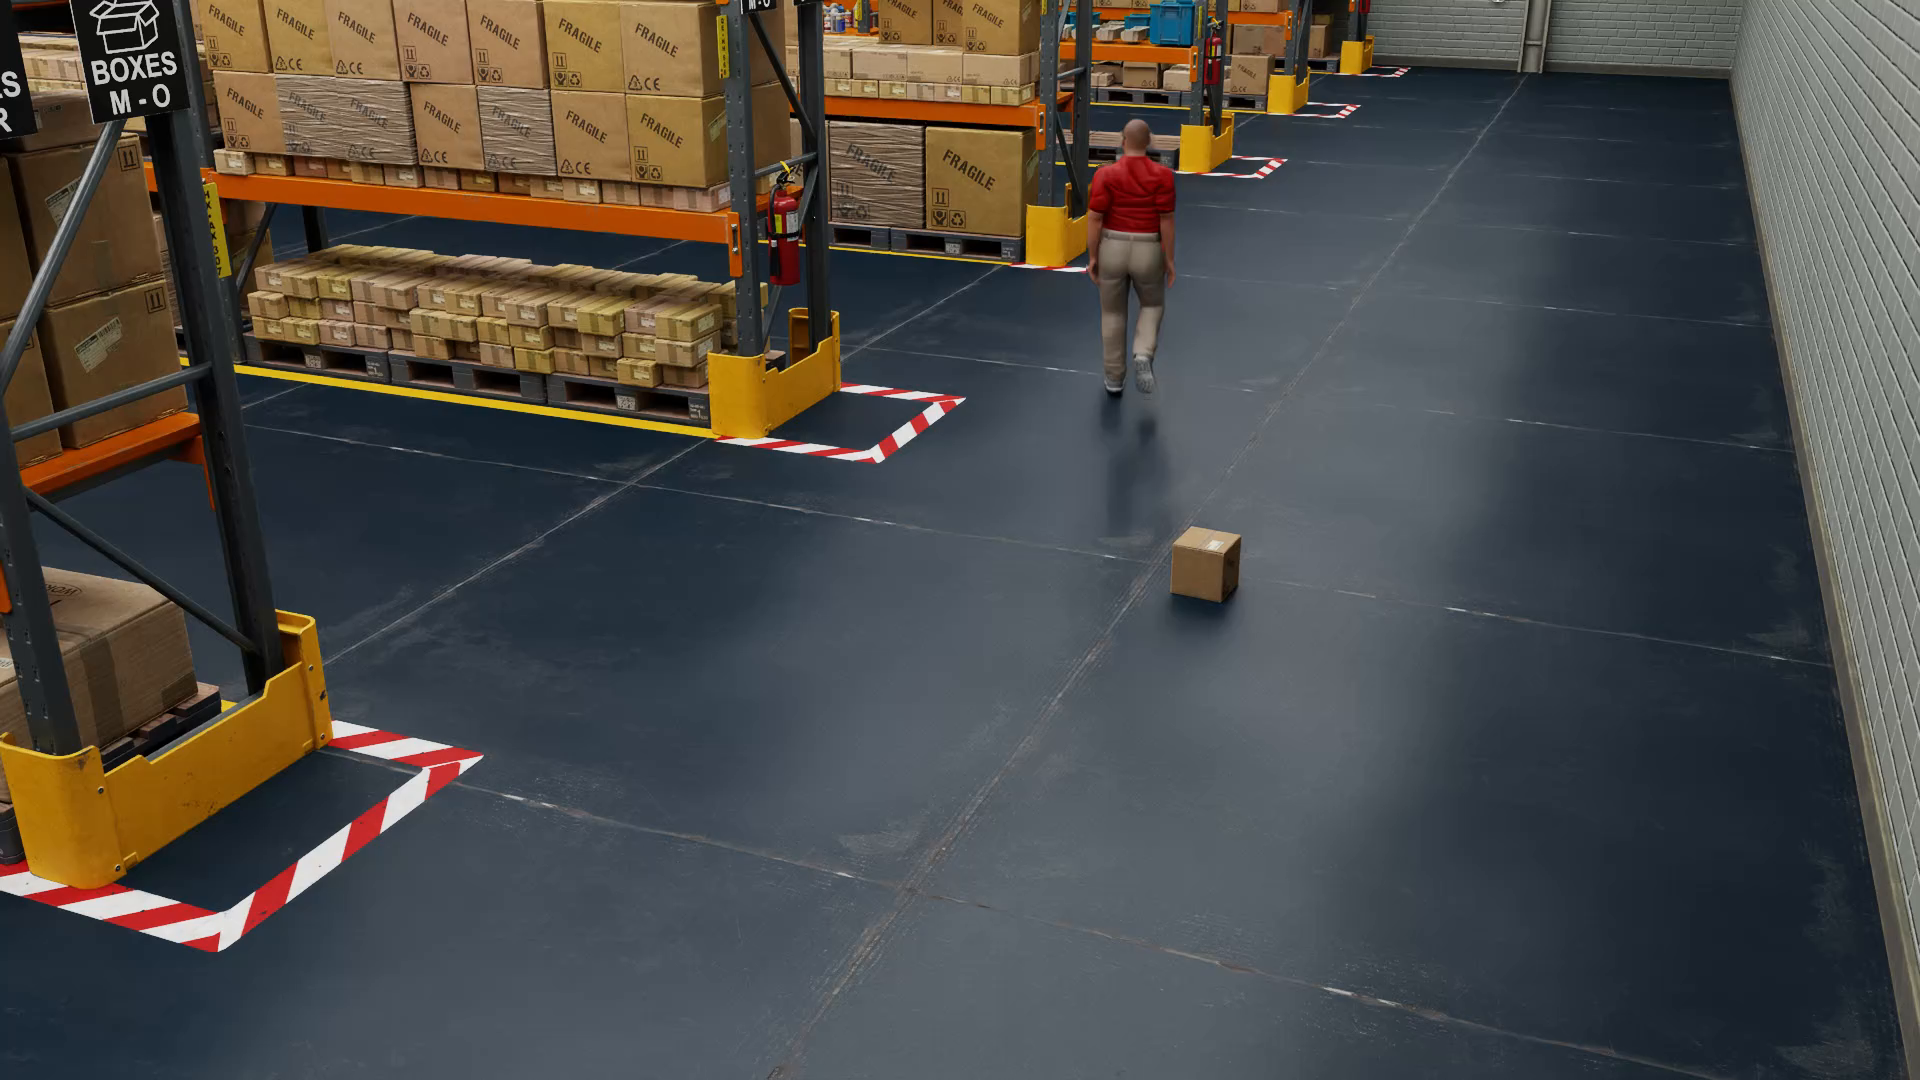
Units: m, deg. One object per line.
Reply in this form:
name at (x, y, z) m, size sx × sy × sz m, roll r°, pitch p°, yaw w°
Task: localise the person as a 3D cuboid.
person at (1.067, -1.754, 10.361) m, size 0.556 × 1.710 × 0.506 m, roll 2°, pitch 22°, yaw 5°
